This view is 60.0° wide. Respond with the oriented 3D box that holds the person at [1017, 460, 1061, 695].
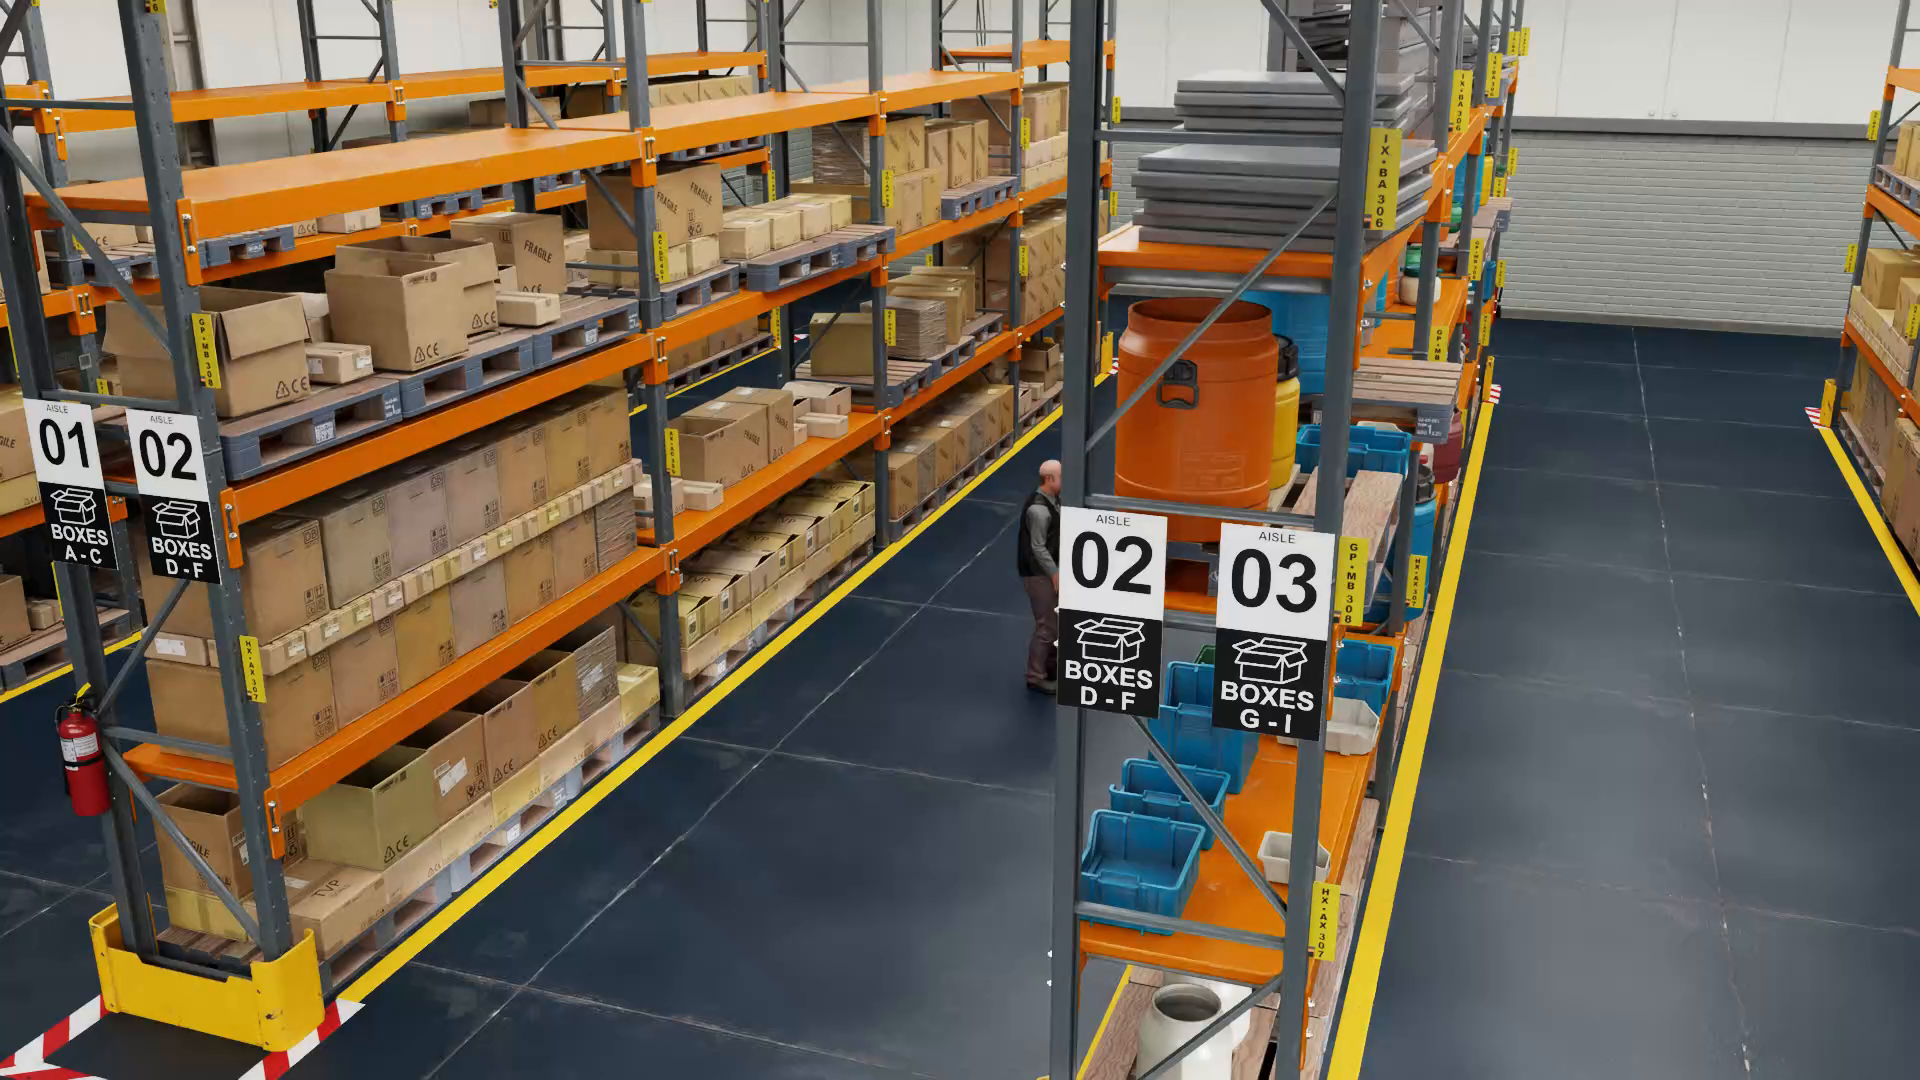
[{"bbox_3d":[0.644,0.243,12.304,0.435,1.727,0.553,6,19,17],"label":"person"}]
